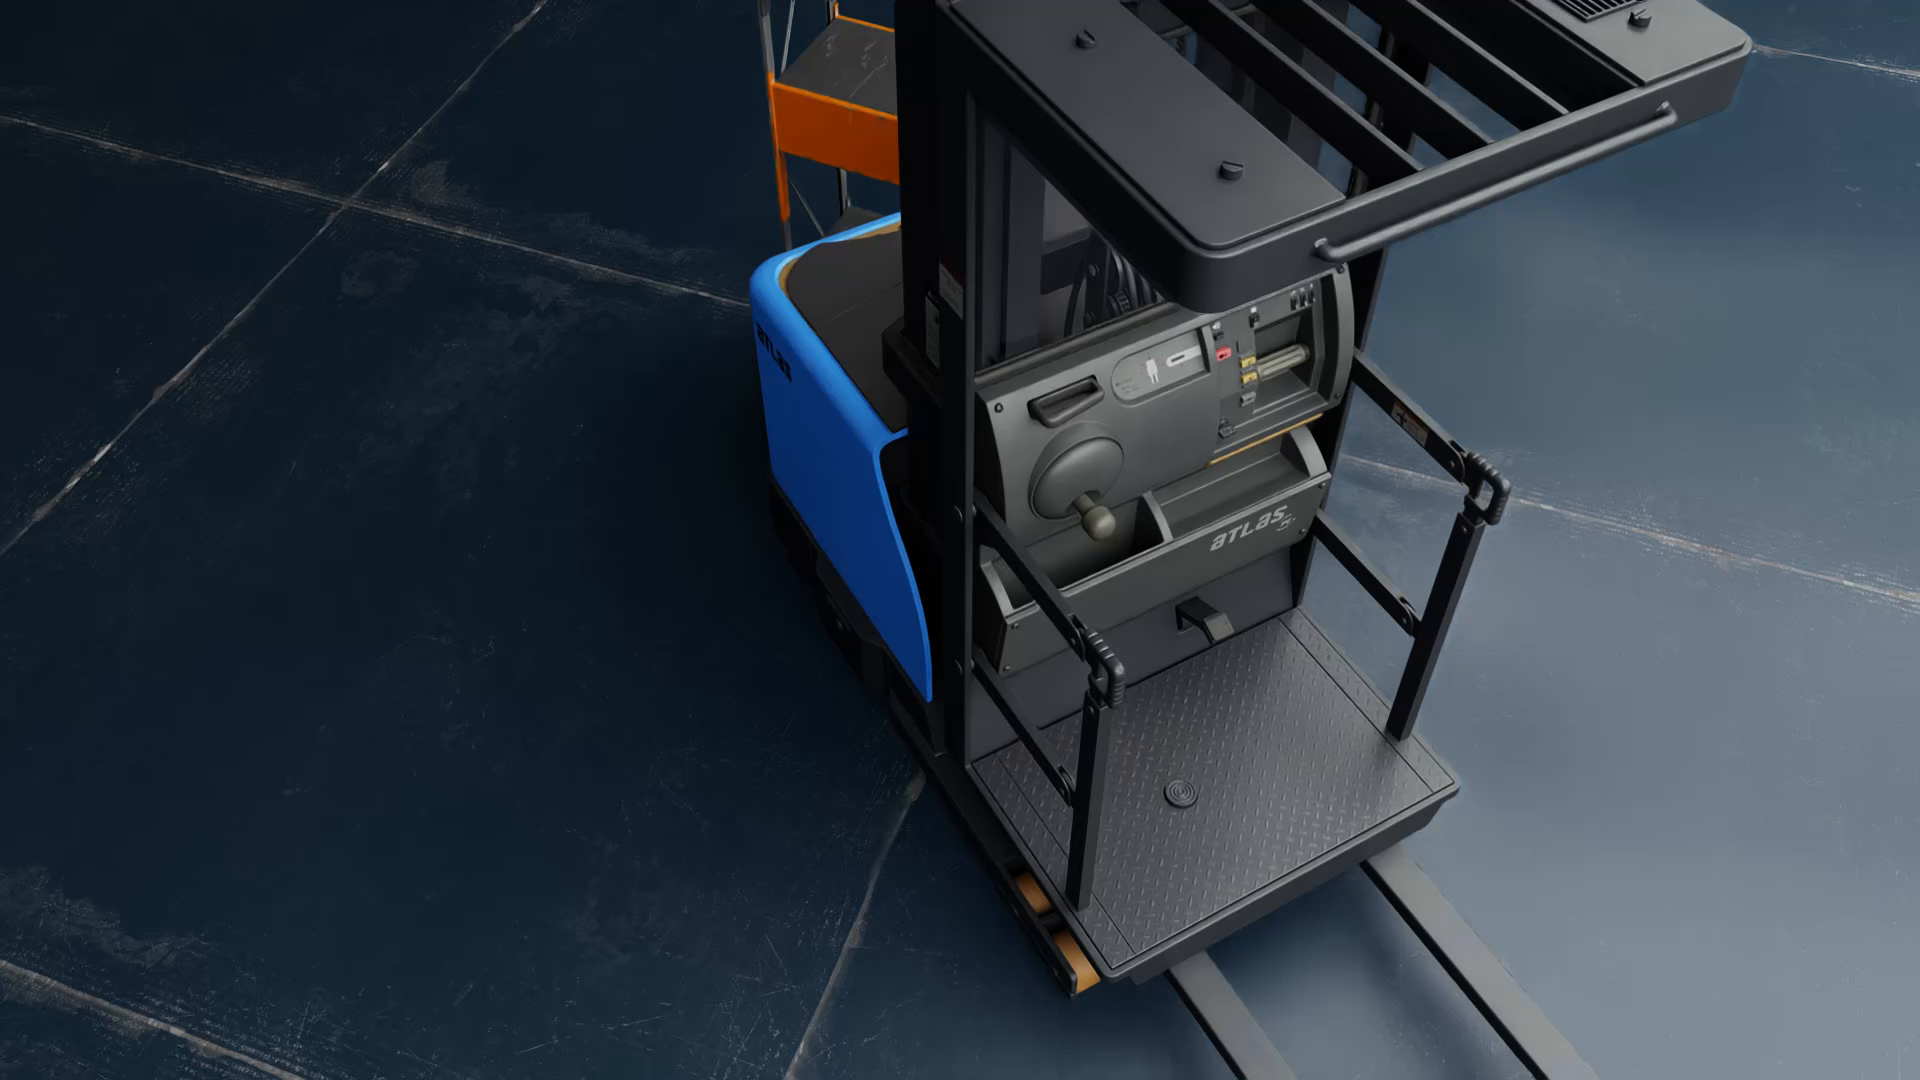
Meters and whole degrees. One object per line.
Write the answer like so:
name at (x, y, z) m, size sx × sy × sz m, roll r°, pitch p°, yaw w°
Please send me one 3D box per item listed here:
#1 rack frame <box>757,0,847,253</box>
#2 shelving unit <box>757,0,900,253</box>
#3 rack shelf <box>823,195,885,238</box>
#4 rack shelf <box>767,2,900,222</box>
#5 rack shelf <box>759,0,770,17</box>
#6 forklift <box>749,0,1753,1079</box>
rack frame at (-0.460, -1.290, 4.978) m, size 0.015 × 2.100 × 0.400 m, roll 20°, pitch 52°, yaw 16°
shelving unit at (-0.239, -1.211, 4.911) m, size 0.503 × 2.100 × 0.431 m, roll 20°, pitch 52°, yaw 16°
rack shelf at (-0.239, -0.744, 5.450) m, size 0.480 × 0.518 × 0.431 m, roll 20°, pitch 52°, yaw 16°
rack shelf at (-0.239, -1.203, 4.921) m, size 0.480 × 0.518 × 0.431 m, roll 20°, pitch 52°, yaw 16°
rack shelf at (-0.239, -1.661, 4.392) m, size 0.480 × 0.518 × 0.431 m, roll 20°, pitch 52°, yaw 16°
forklift at (0.581, -0.212, 3.494) m, size 1.130 × 2.935 × 3.031 m, roll -23°, pitch 53°, yaw -19°
